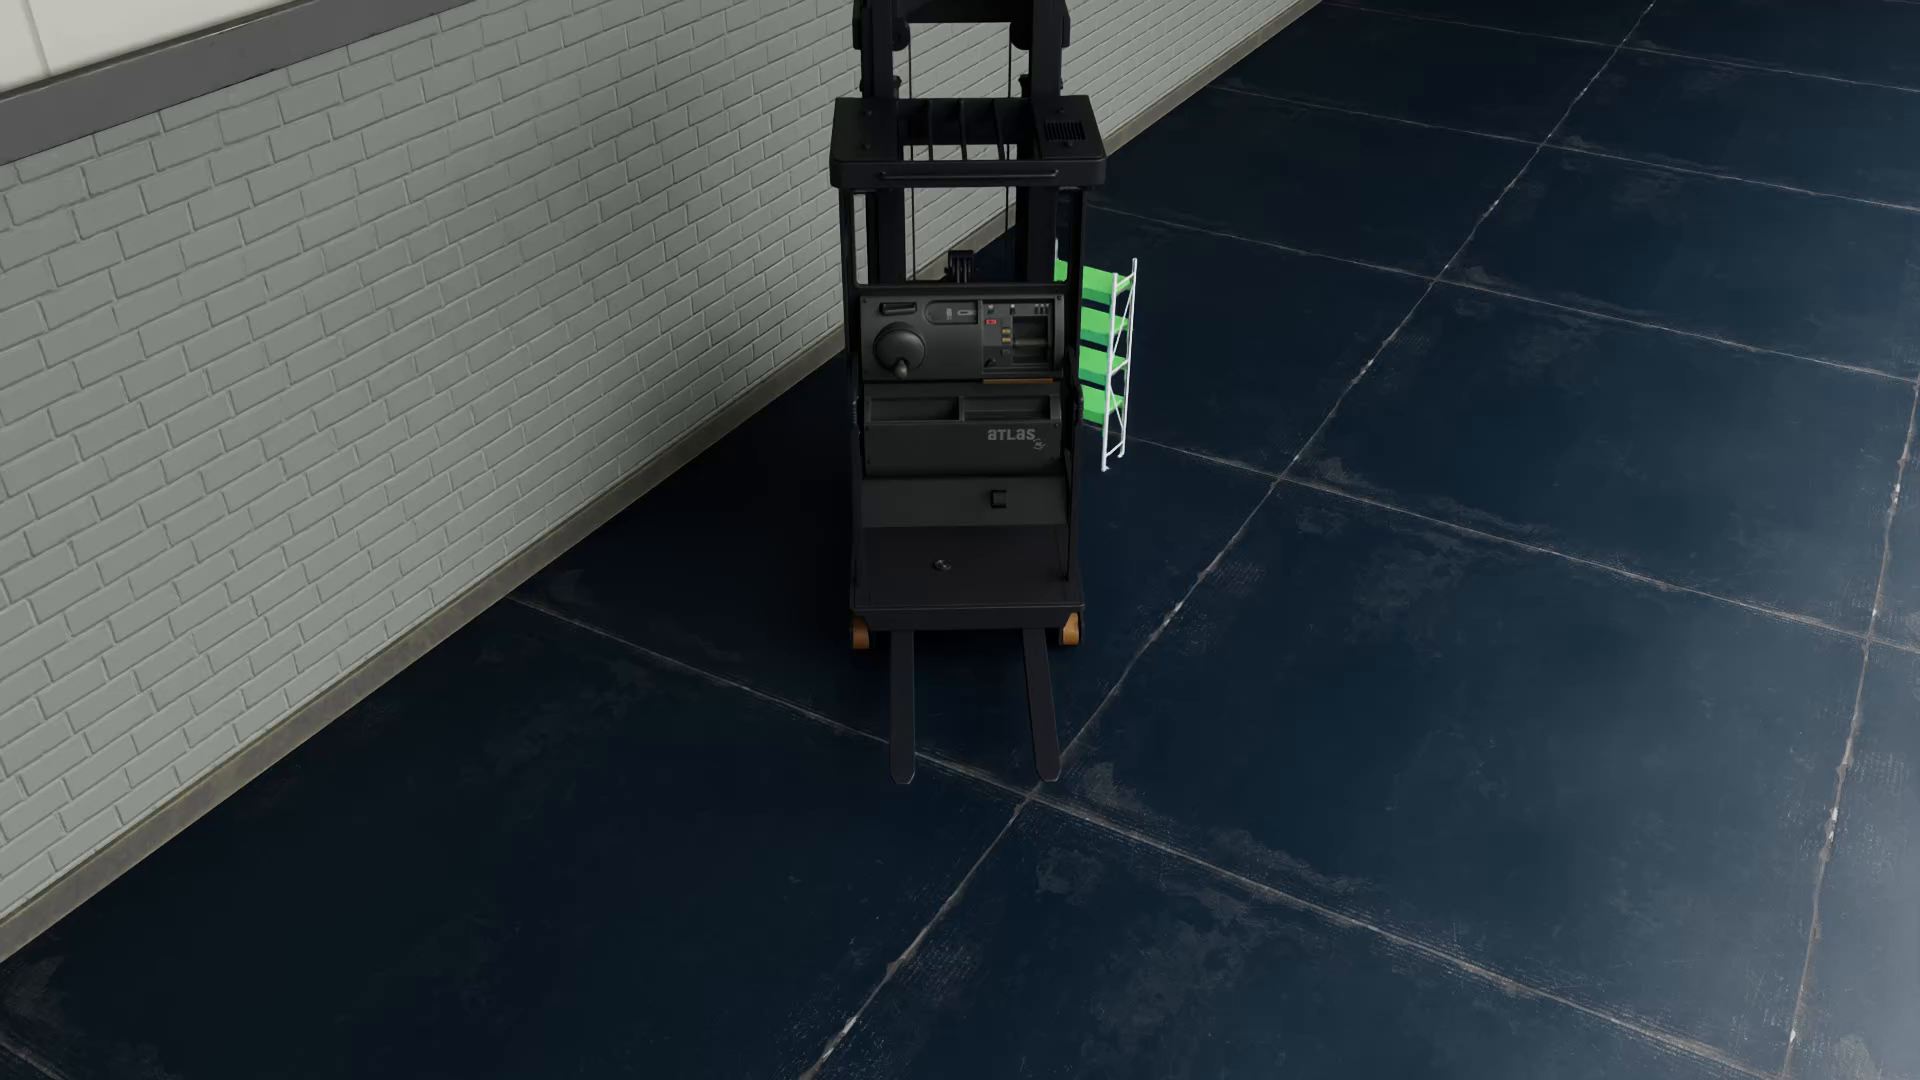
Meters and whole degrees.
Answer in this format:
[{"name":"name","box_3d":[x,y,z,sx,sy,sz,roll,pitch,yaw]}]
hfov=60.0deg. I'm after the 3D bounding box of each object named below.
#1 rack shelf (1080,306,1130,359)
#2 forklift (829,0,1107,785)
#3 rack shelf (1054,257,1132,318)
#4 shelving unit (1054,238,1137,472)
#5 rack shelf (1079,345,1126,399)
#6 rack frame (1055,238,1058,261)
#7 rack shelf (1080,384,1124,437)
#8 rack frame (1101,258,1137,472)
[{"name":"rack shelf","box_3d":[0.663,-1.162,9.093,0.480,0.148,0.258,20,38,27]},{"name":"forklift","box_3d":[0.019,-0.875,7.420,1.130,2.935,3.031,-1,34,-2]},{"name":"rack shelf","box_3d":[0.664,-1.363,8.962,0.480,0.148,0.258,20,38,27]},{"name":"shelving unit","box_3d":[0.662,-1.015,9.190,0.503,1.200,0.258,20,38,27]},{"name":"rack shelf","box_3d":[0.662,-0.962,9.225,0.480,0.148,0.258,20,38,27]},{"name":"rack frame","box_3d":[0.458,-1.090,9.301,0.015,1.200,0.240,20,38,27]},{"name":"rack shelf","box_3d":[0.661,-0.761,9.356,0.480,0.148,0.258,20,38,27]},{"name":"rack frame","box_3d":[0.866,-0.941,9.078,0.015,1.200,0.240,20,38,27]}]
